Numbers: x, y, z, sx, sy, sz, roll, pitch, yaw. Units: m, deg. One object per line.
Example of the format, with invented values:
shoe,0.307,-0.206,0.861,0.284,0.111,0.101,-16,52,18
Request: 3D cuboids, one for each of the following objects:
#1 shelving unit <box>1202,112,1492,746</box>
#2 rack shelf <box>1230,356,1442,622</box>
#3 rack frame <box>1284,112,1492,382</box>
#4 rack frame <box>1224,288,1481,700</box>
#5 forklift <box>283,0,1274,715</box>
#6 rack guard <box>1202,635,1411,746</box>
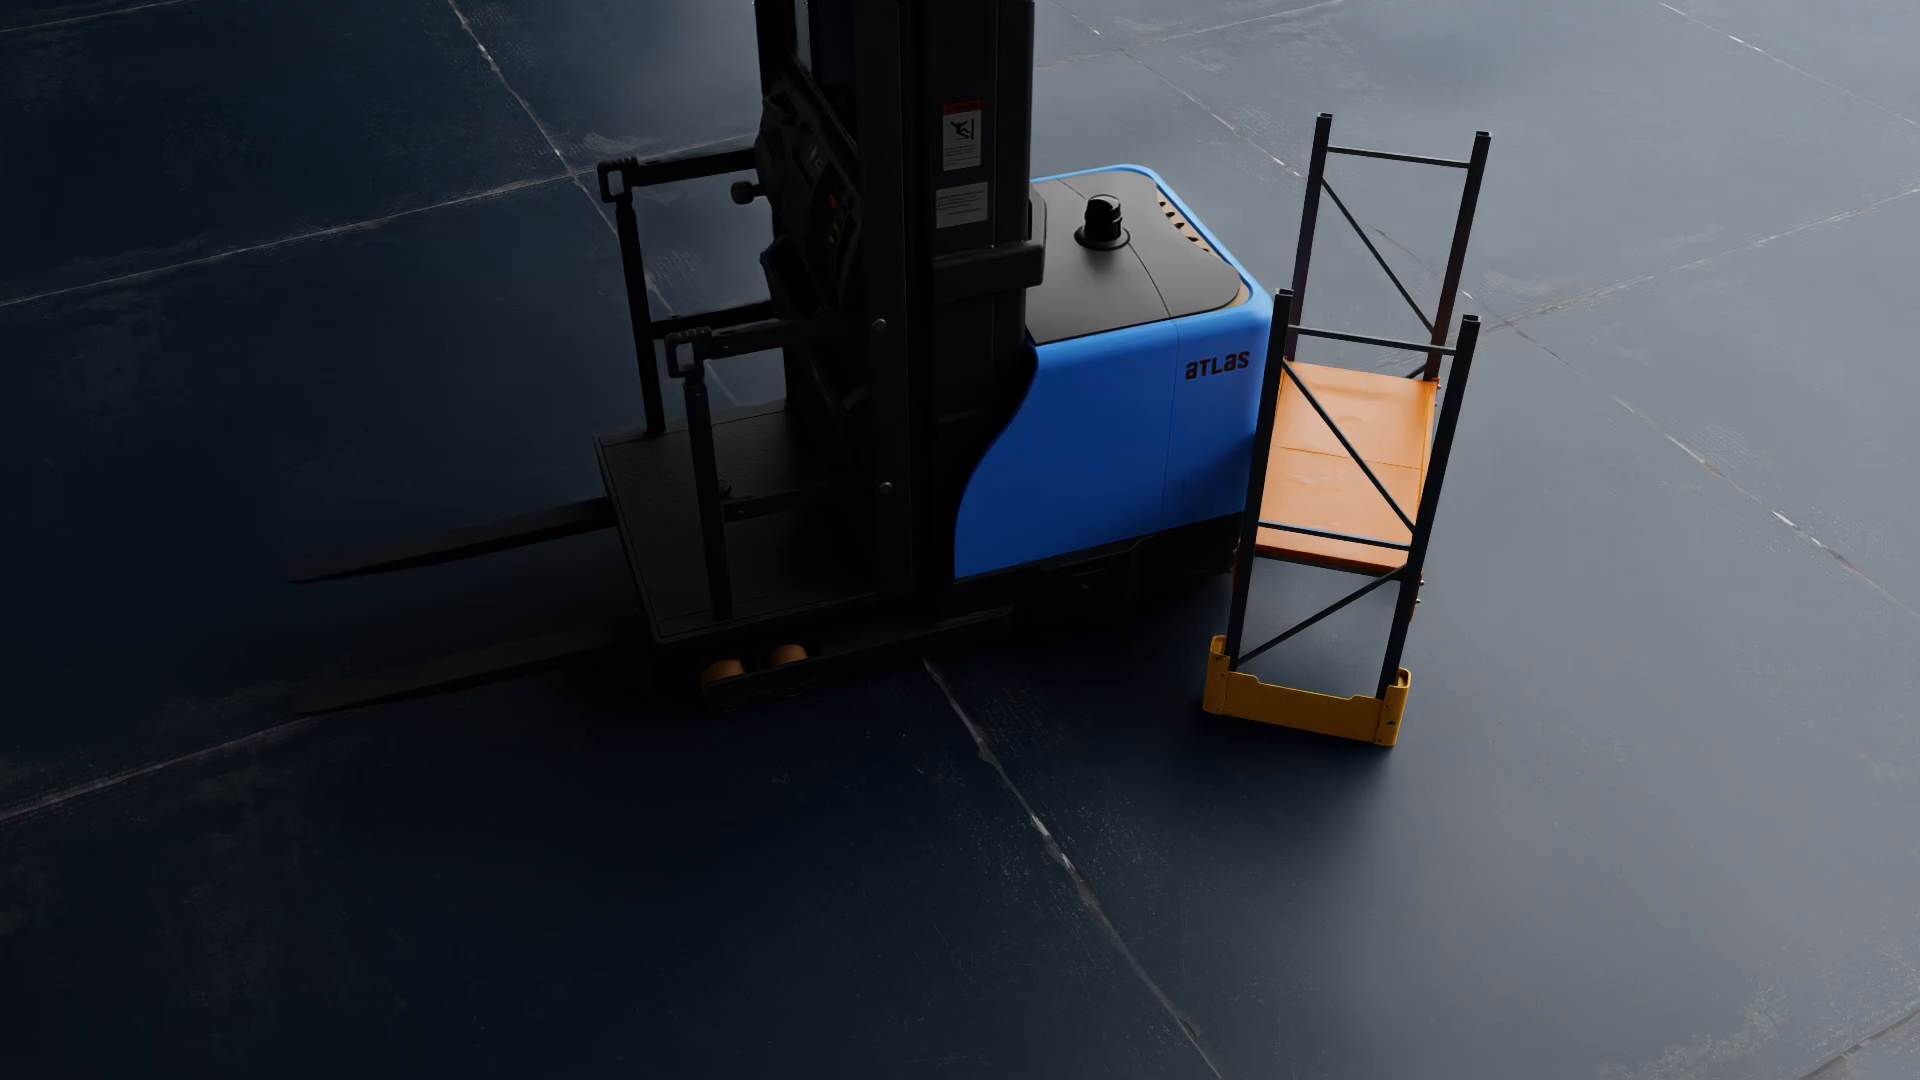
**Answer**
shelving unit,1.168,-0.333,4.982,0.587,1.500,1.083,10,41,11
rack shelf,1.166,-0.190,5.092,0.538,0.185,1.000,10,41,11
rack frame,1.299,-0.644,5.350,0.500,1.500,0.032,10,41,11
rack frame,1.033,-0.010,4.601,0.500,1.500,0.032,10,41,11
forklift,-0.614,-0.974,4.632,3.031,2.935,1.130,-13,42,-15
rack guard,1.038,0.455,5.019,0.587,0.250,0.087,10,41,11
